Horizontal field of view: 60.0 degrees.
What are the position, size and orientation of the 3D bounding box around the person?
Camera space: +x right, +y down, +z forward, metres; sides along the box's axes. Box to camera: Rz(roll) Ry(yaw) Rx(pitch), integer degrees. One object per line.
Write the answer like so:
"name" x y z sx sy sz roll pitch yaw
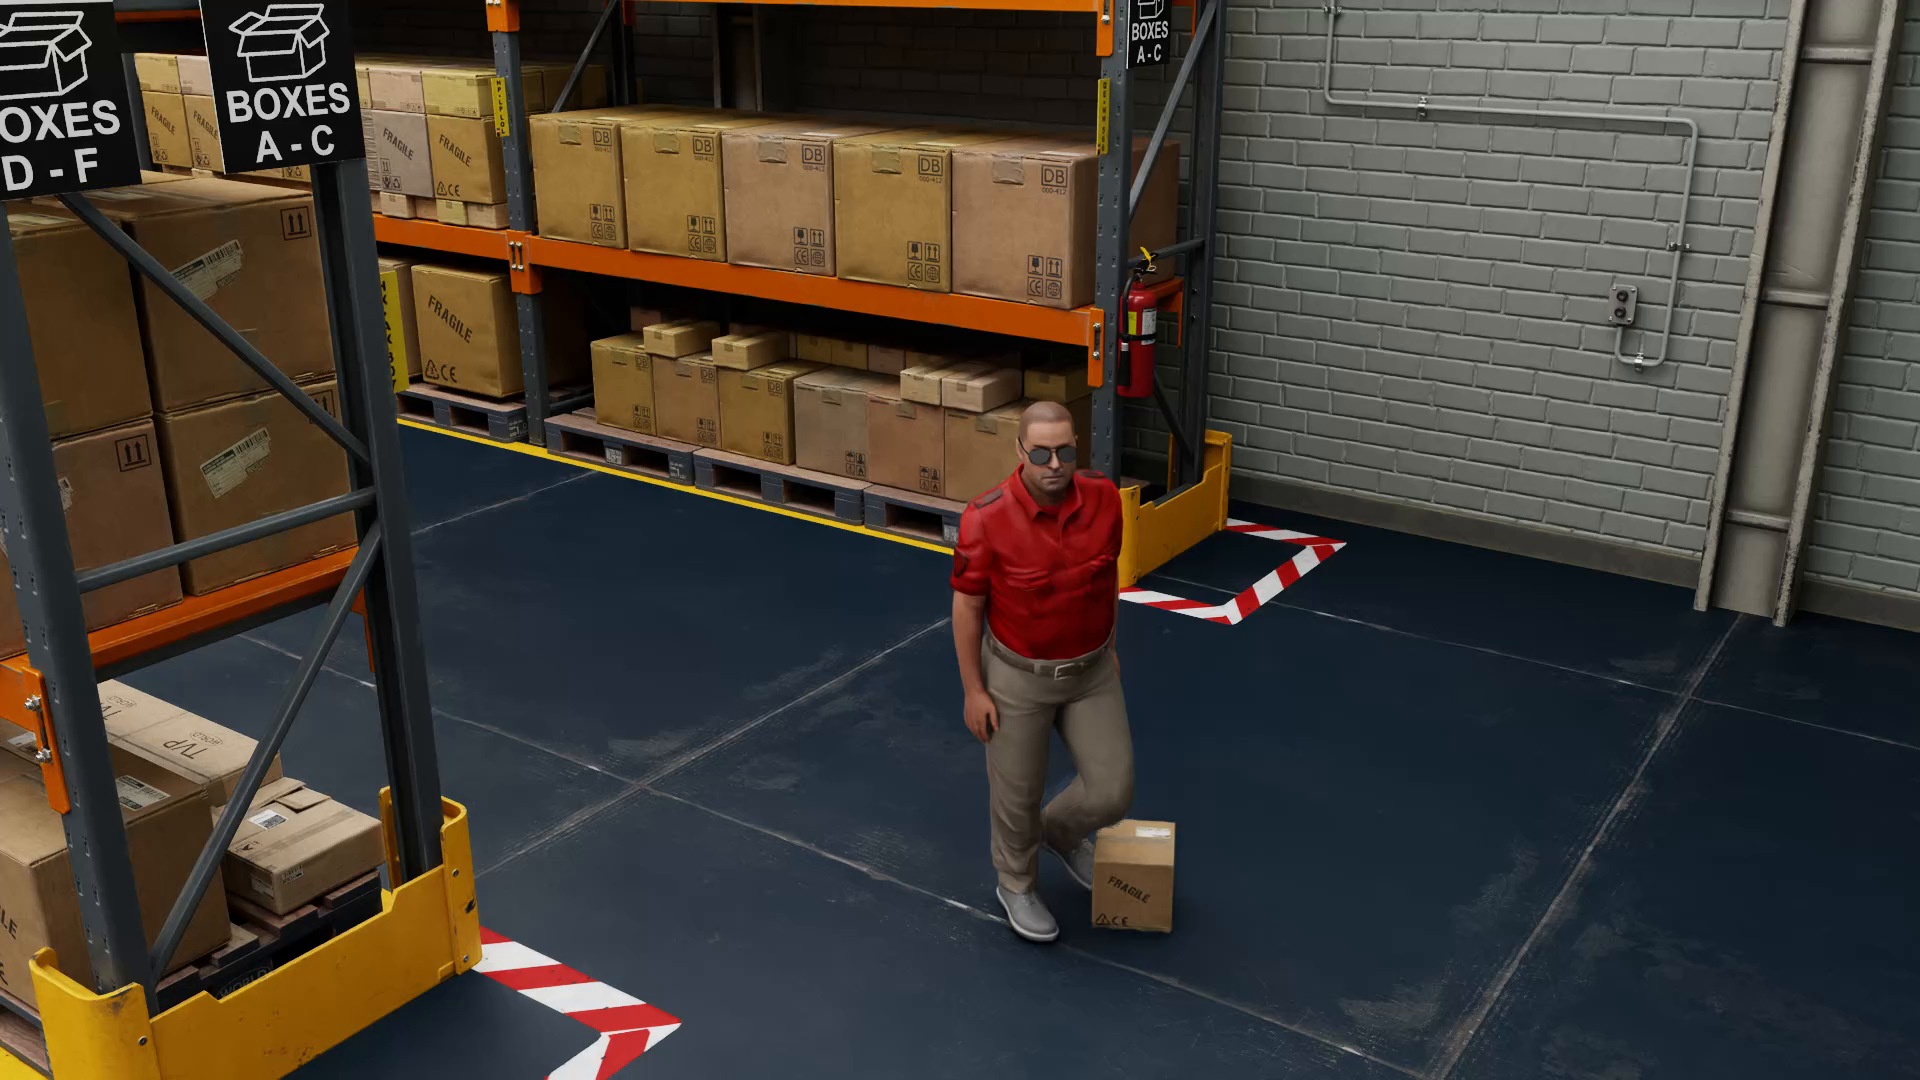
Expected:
"person" 0.243 0.397 4.952 0.580 1.718 0.478 -7 21 -19
